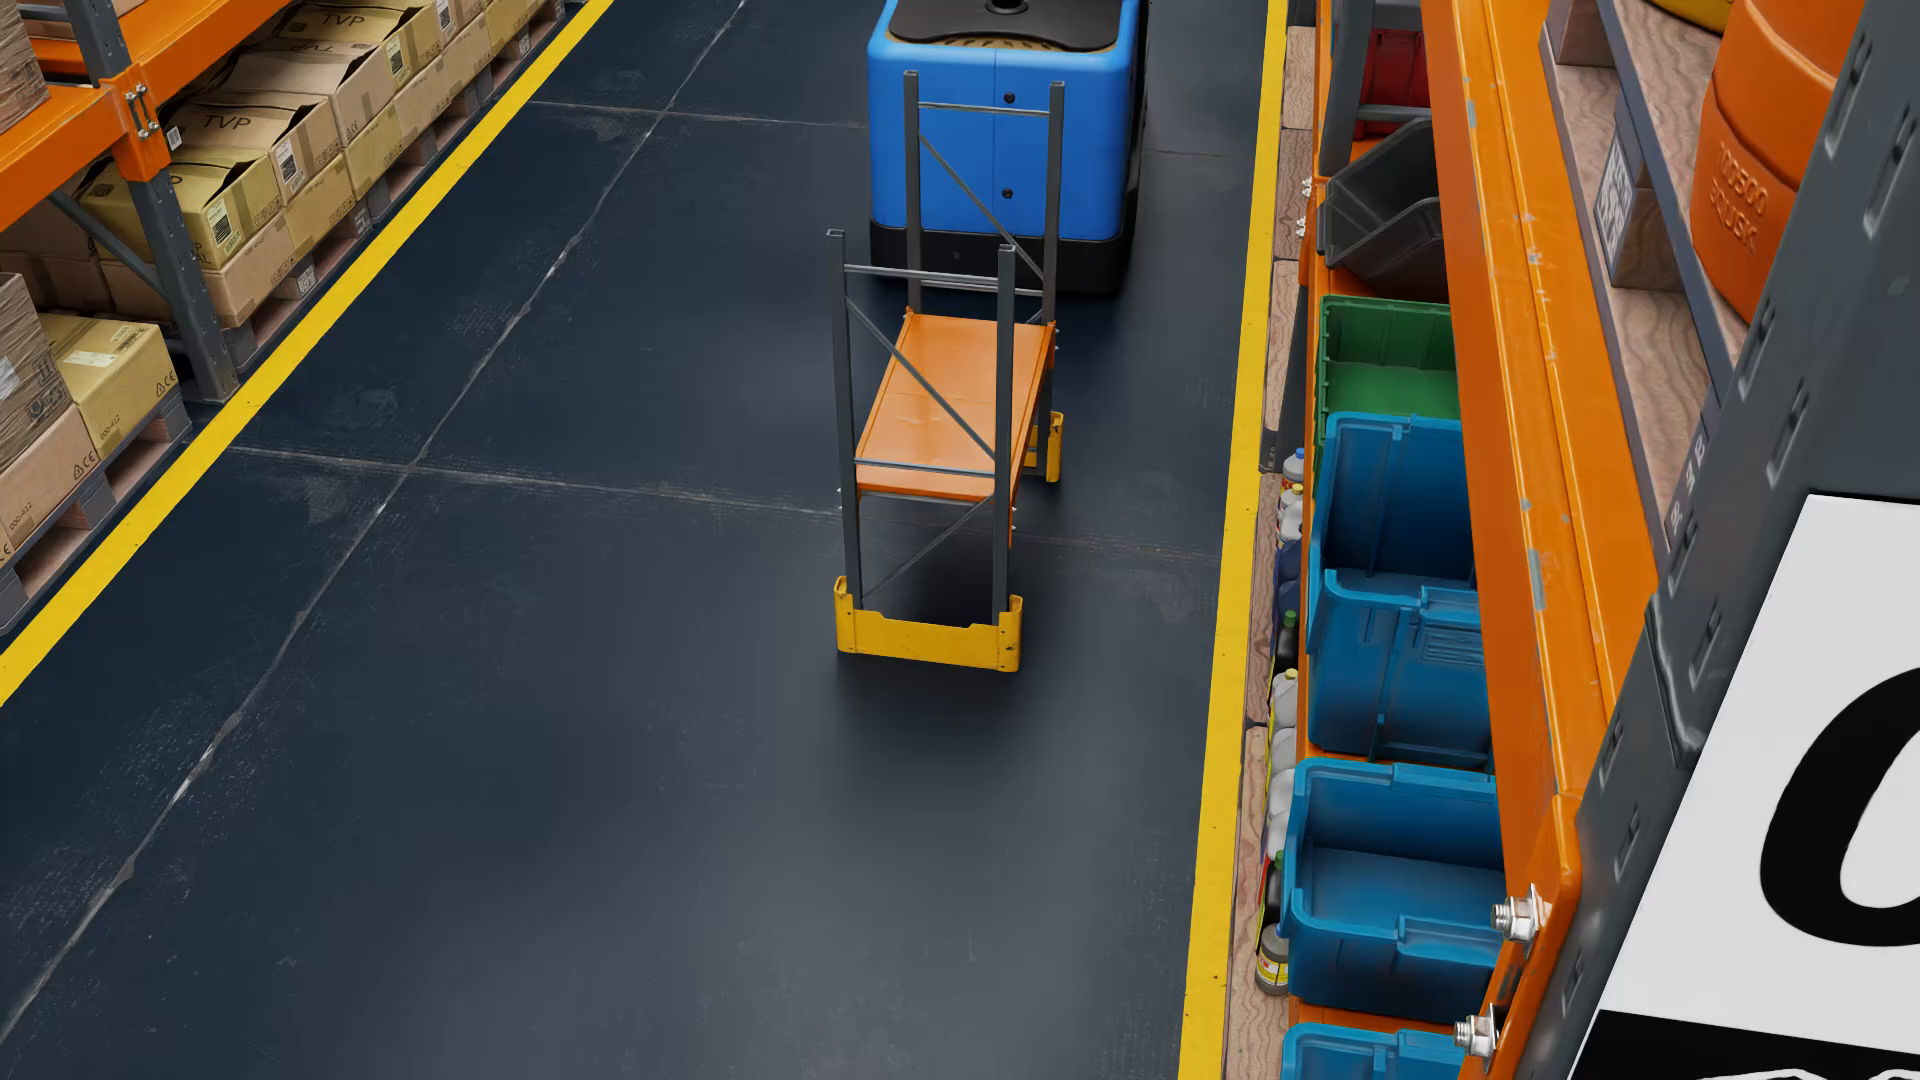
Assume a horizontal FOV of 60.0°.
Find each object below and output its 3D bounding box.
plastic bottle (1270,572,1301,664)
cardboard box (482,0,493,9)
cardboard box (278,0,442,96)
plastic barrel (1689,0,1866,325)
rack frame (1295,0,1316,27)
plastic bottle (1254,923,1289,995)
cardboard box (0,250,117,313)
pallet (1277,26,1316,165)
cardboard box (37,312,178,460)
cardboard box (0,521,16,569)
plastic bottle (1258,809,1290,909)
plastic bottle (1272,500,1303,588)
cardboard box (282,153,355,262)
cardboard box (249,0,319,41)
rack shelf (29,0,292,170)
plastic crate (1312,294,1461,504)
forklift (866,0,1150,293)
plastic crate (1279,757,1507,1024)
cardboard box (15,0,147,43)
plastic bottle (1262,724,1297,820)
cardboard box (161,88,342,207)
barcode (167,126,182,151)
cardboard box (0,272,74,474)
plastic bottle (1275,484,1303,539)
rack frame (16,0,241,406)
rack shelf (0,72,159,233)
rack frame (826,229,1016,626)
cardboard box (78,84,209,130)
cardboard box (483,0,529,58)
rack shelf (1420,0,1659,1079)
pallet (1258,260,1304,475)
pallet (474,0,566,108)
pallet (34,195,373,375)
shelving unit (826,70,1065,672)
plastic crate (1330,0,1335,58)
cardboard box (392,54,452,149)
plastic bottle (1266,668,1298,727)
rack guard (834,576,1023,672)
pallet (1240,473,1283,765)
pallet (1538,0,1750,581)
[{"bbox_3d":[0.999,0.215,4.869,0.144,0.351,0.185,5,40,6],"label":"plastic bottle"},{"bbox_3d":[-2.537,-2.910,8.304,0.500,0.311,0.500,6,40,7],"label":"cardboard box"},{"bbox_3d":[-2.716,-2.279,7.541,0.500,0.311,0.500,7,40,9],"label":"cardboard box"},{"bbox_3d":[0.847,-0.508,0.989,0.600,0.830,0.708,6,40,8],"label":"plastic barrel"},{"bbox_3d":[2.272,-3.726,7.902,1.000,3.000,0.127,6,40,8],"label":"rack frame"},{"bbox_3d":[0.774,1.003,4.034,0.097,0.201,0.097,0,40,0],"label":"plastic bottle"},{"bbox_3d":[-3.512,-1.158,6.625,0.500,0.250,0.500,6,40,7],"label":"cardboard box"},{"bbox_3d":[2.100,-2.169,8.208,1.003,0.211,1.213,6,40,8],"label":"pallet"},{"bbox_3d":[-3.163,-0.551,5.891,0.500,0.250,0.500,6,40,8],"label":"cardboard box"},{"bbox_3d":[-3.331,0.077,5.131,0.500,0.250,0.500,6,40,8],"label":"cardboard box"},{"bbox_3d":[0.845,0.819,4.198,0.152,0.276,0.135,7,40,8],"label":"plastic bottle"},{"bbox_3d":[1.064,0.022,5.161,0.152,0.276,0.135,8,40,9],"label":"plastic bottle"},{"bbox_3d":[-2.894,-1.413,6.933,0.500,0.250,0.500,7,40,9],"label":"cardboard box"},{"bbox_3d":[-3.247,-2.323,7.594,0.500,0.311,0.500,6,40,7],"label":"cardboard box"},{"bbox_3d":[-2.952,-2.742,7.277,1.077,0.370,4.000,6,40,8],"label":"rack shelf"},{"bbox_3d":[1.067,-0.313,3.941,0.450,0.188,0.662,6,40,8],"label":"plastic crate"},{"bbox_3d":[0.334,-3.085,7.181,1.130,2.935,3.031,5,40,6],"label":"forklift"},{"bbox_3d":[0.798,0.598,2.789,0.499,0.251,0.408,6,40,8],"label":"plastic crate"},{"bbox_3d":[-3.256,-2.020,5.957,0.500,0.250,0.500,9,40,10],"label":"cardboard box"},{"bbox_3d":[0.893,0.599,4.405,0.144,0.351,0.185,8,40,10],"label":"plastic bottle"},{"bbox_3d":[-2.889,-1.628,6.753,0.500,0.311,0.500,6,40,7],"label":"cardboard box"},{"bbox_3d":[-2.844,-1.454,6.018,0.001,0.075,0.075,6,40,8],"label":"barcode"},{"bbox_3d":[-3.261,-0.528,5.274,0.500,0.500,0.500,6,40,8],"label":"cardboard box"},{"bbox_3d":[1.076,-0.091,5.357,0.097,0.201,0.097,0,40,0],"label":"plastic bottle"},{"bbox_3d":[-3.298,-1.764,5.530,1.000,3.000,0.127,6,40,8],"label":"rack frame"},{"bbox_3d":[-3.644,-0.232,4.241,1.077,0.370,4.000,6,40,8],"label":"rack shelf"},{"bbox_3d":[-0.103,-0.205,4.821,0.500,1.500,0.032,6,40,8],"label":"rack frame"},{"bbox_3d":[-3.426,-1.695,6.835,0.500,0.311,0.500,7,40,9],"label":"cardboard box"},{"bbox_3d":[-2.542,-2.696,8.485,0.500,0.250,0.500,6,40,7],"label":"cardboard box"},{"bbox_3d":[1.234,-0.839,2.621,1.077,0.370,4.000,6,40,8],"label":"rack shelf"},{"bbox_3d":[1.678,-0.638,6.356,1.003,0.211,1.213,6,40,8],"label":"pallet"},{"bbox_3d":[-2.786,-2.687,8.835,1.003,0.211,1.213,6,40,8],"label":"pallet"},{"bbox_3d":[-3.209,-1.156,6.982,1.003,0.211,1.213,6,40,8],"label":"pallet"},{"bbox_3d":[-0.013,-0.530,5.214,0.587,1.500,1.083,6,40,8],"label":"shelving unit"},{"bbox_3d":[1.465,-1.936,5.750,0.392,0.384,0.575,6,40,8],"label":"plastic crate"},{"bbox_3d":[-2.718,-2.057,7.712,0.500,0.250,0.500,7,40,9],"label":"cardboard box"},{"bbox_3d":[0.927,0.448,4.705,0.097,0.201,0.097,0,40,0],"label":"plastic bottle"},{"bbox_3d":[-0.099,0.264,5.234,0.587,0.250,0.087,6,40,8],"label":"rack guard"},{"bbox_3d":[1.423,0.276,5.250,1.003,0.211,1.213,6,40,8],"label":"pallet"},{"bbox_3d":[1.128,-0.297,1.549,1.003,0.211,1.213,6,40,8],"label":"pallet"}]
